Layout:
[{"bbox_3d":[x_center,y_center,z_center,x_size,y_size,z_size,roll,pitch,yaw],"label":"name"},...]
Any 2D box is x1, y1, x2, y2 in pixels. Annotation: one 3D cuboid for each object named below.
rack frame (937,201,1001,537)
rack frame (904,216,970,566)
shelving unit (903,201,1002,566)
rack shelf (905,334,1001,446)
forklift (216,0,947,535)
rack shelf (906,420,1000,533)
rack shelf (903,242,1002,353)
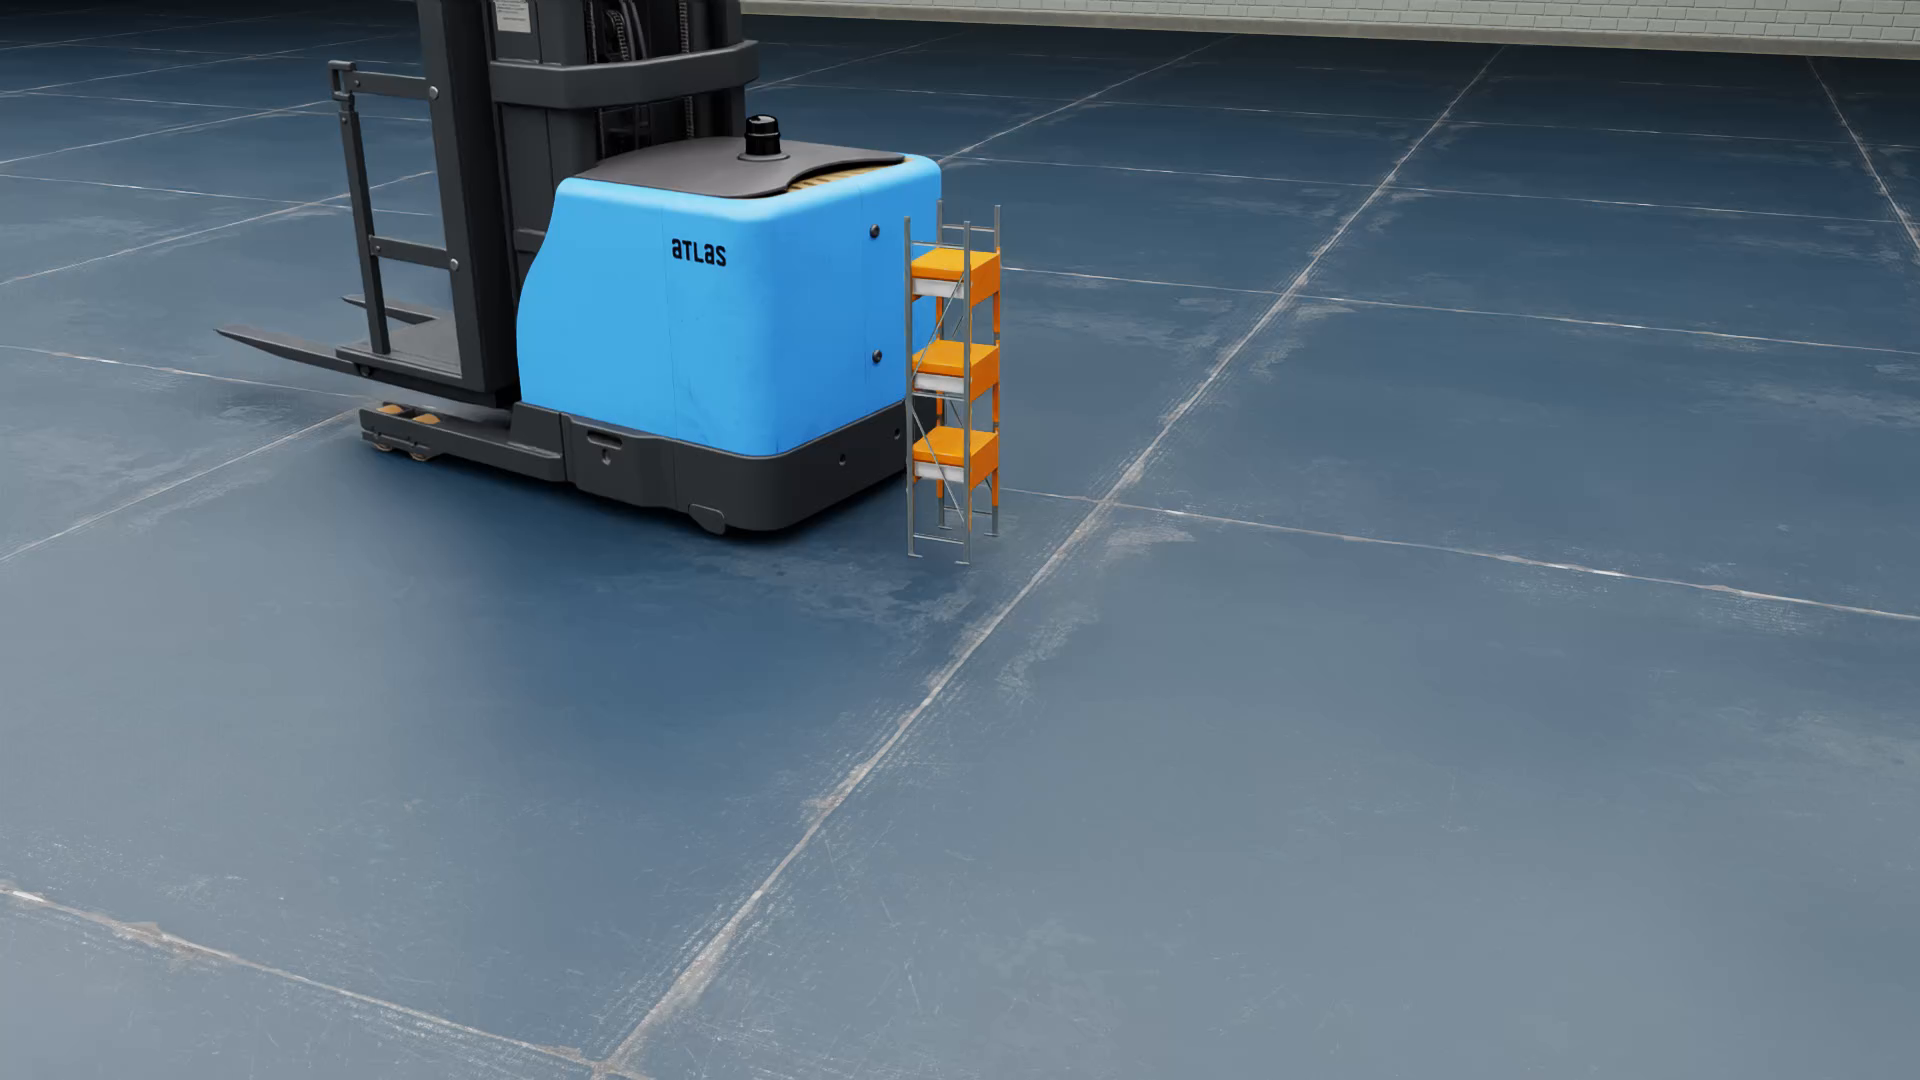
[{"bbox_3d":[0.025,-0.509,5.106,0.200,1.050,0.008,9,24,20],"label":"rack frame"},{"bbox_3d":[-0.065,-0.422,4.897,0.200,1.050,0.008,9,24,20],"label":"rack frame"},{"bbox_3d":[-0.020,-0.465,5.002,0.215,1.050,0.252,9,24,20],"label":"shelving unit"},{"bbox_3d":[-0.020,-0.456,5.006,0.215,0.259,0.240,9,24,20],"label":"rack shelf"},{"bbox_3d":[-1.559,-1.786,5.724,3.031,2.935,1.130,14,27,30],"label":"forklift"},{"bbox_3d":[-0.020,-0.199,5.113,0.215,0.259,0.240,9,24,20],"label":"rack shelf"},{"bbox_3d":[-0.020,-0.717,4.897,0.215,0.259,0.240,9,24,20],"label":"rack shelf"}]
